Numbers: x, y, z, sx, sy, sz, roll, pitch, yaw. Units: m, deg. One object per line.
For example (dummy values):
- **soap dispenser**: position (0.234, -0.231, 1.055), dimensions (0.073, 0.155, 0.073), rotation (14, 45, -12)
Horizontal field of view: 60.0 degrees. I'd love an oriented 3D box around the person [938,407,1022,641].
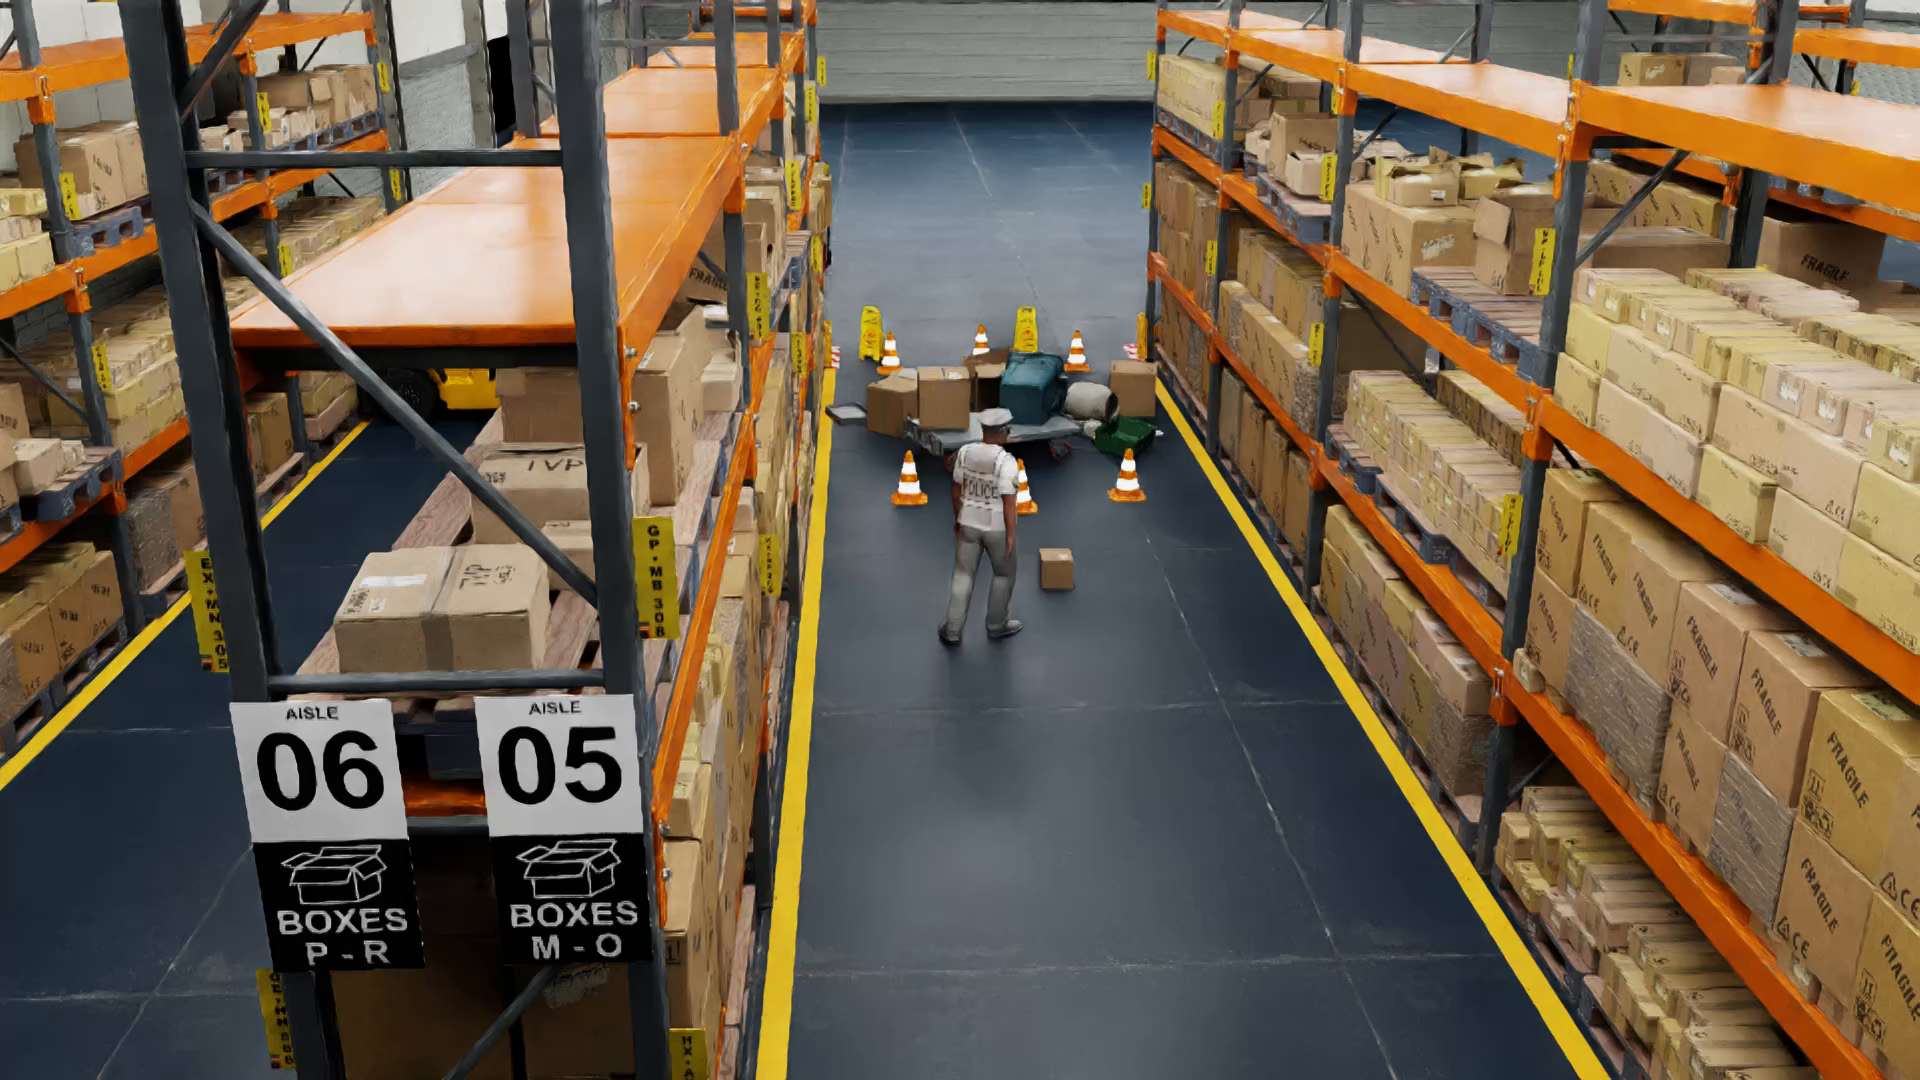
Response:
- **person**: position (0.158, -0.100, 12.185), dimensions (0.606, 1.749, 0.615), rotation (11, 23, 26)
